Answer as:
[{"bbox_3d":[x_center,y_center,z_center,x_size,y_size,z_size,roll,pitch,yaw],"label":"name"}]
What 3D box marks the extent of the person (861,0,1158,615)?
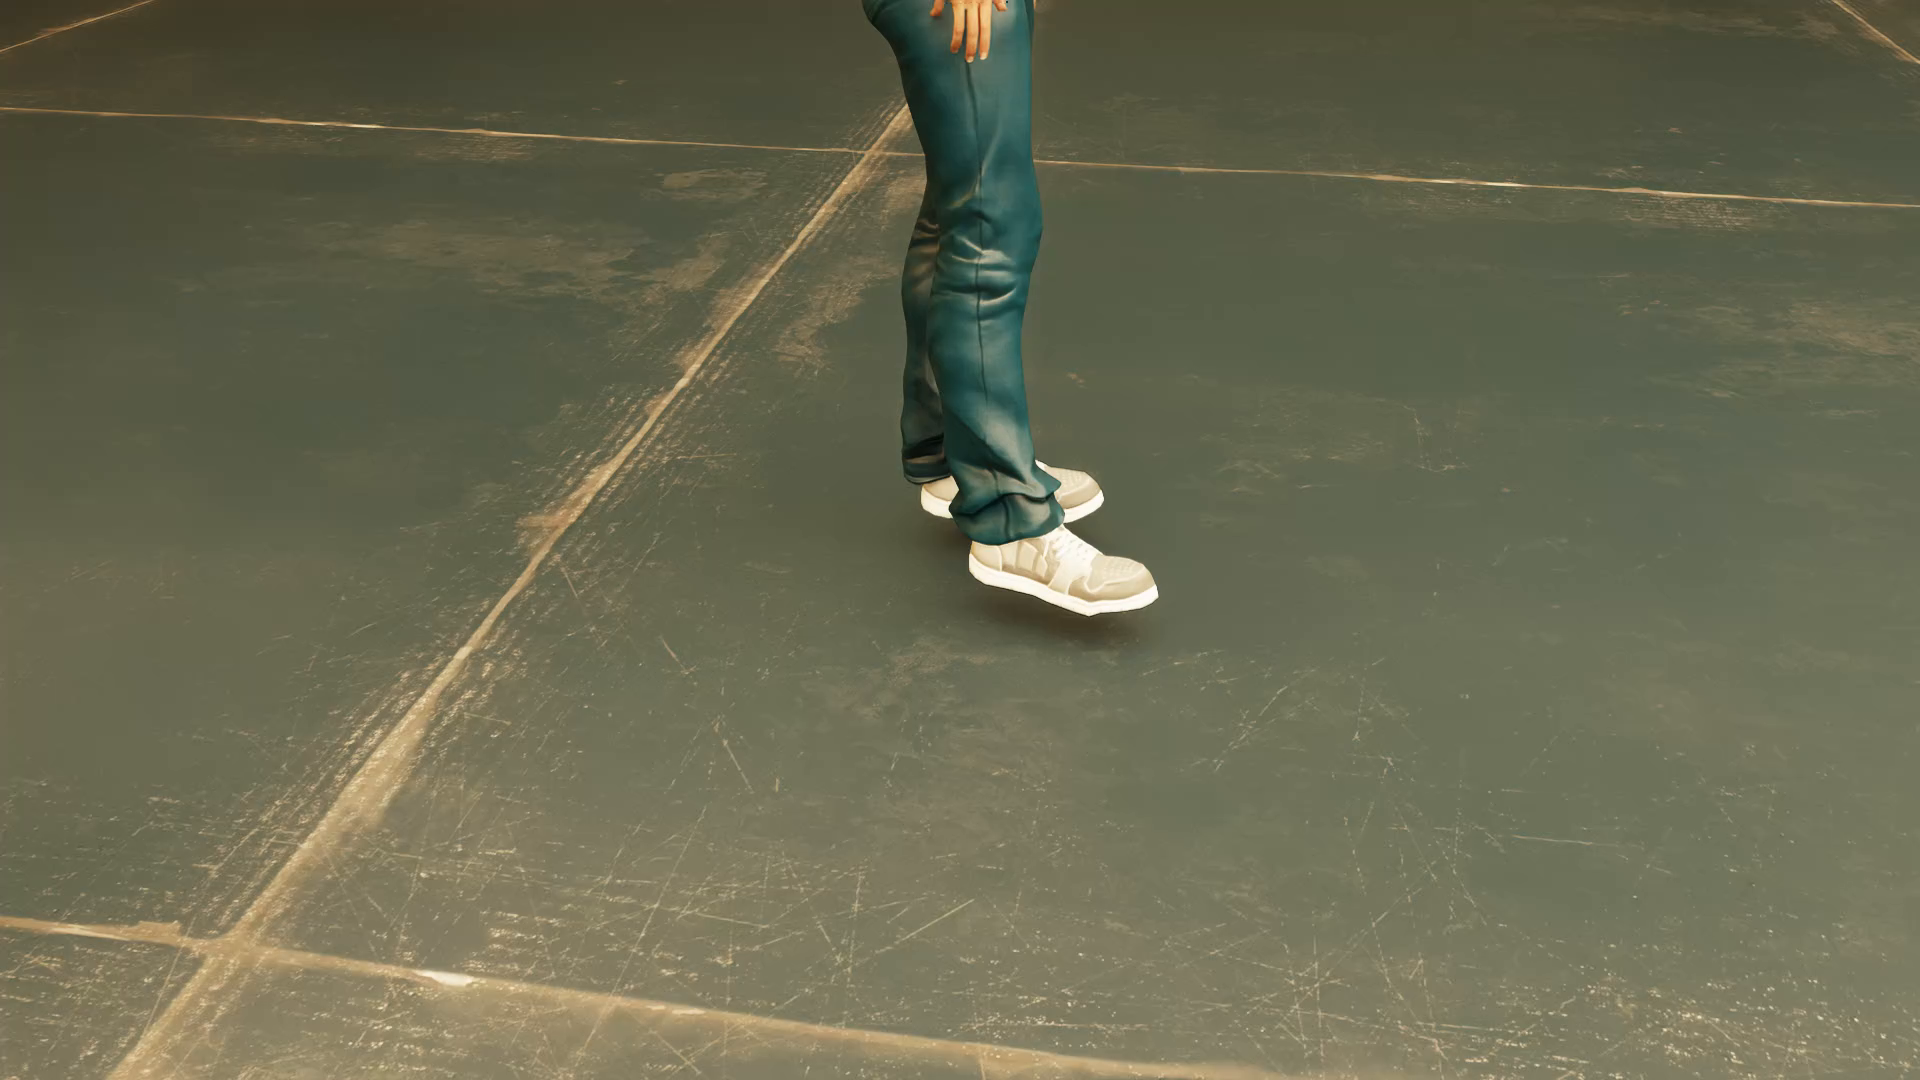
[{"bbox_3d":[0.071,-0.727,2.066,0.473,1.599,0.519,5,29,9],"label":"person"}]
